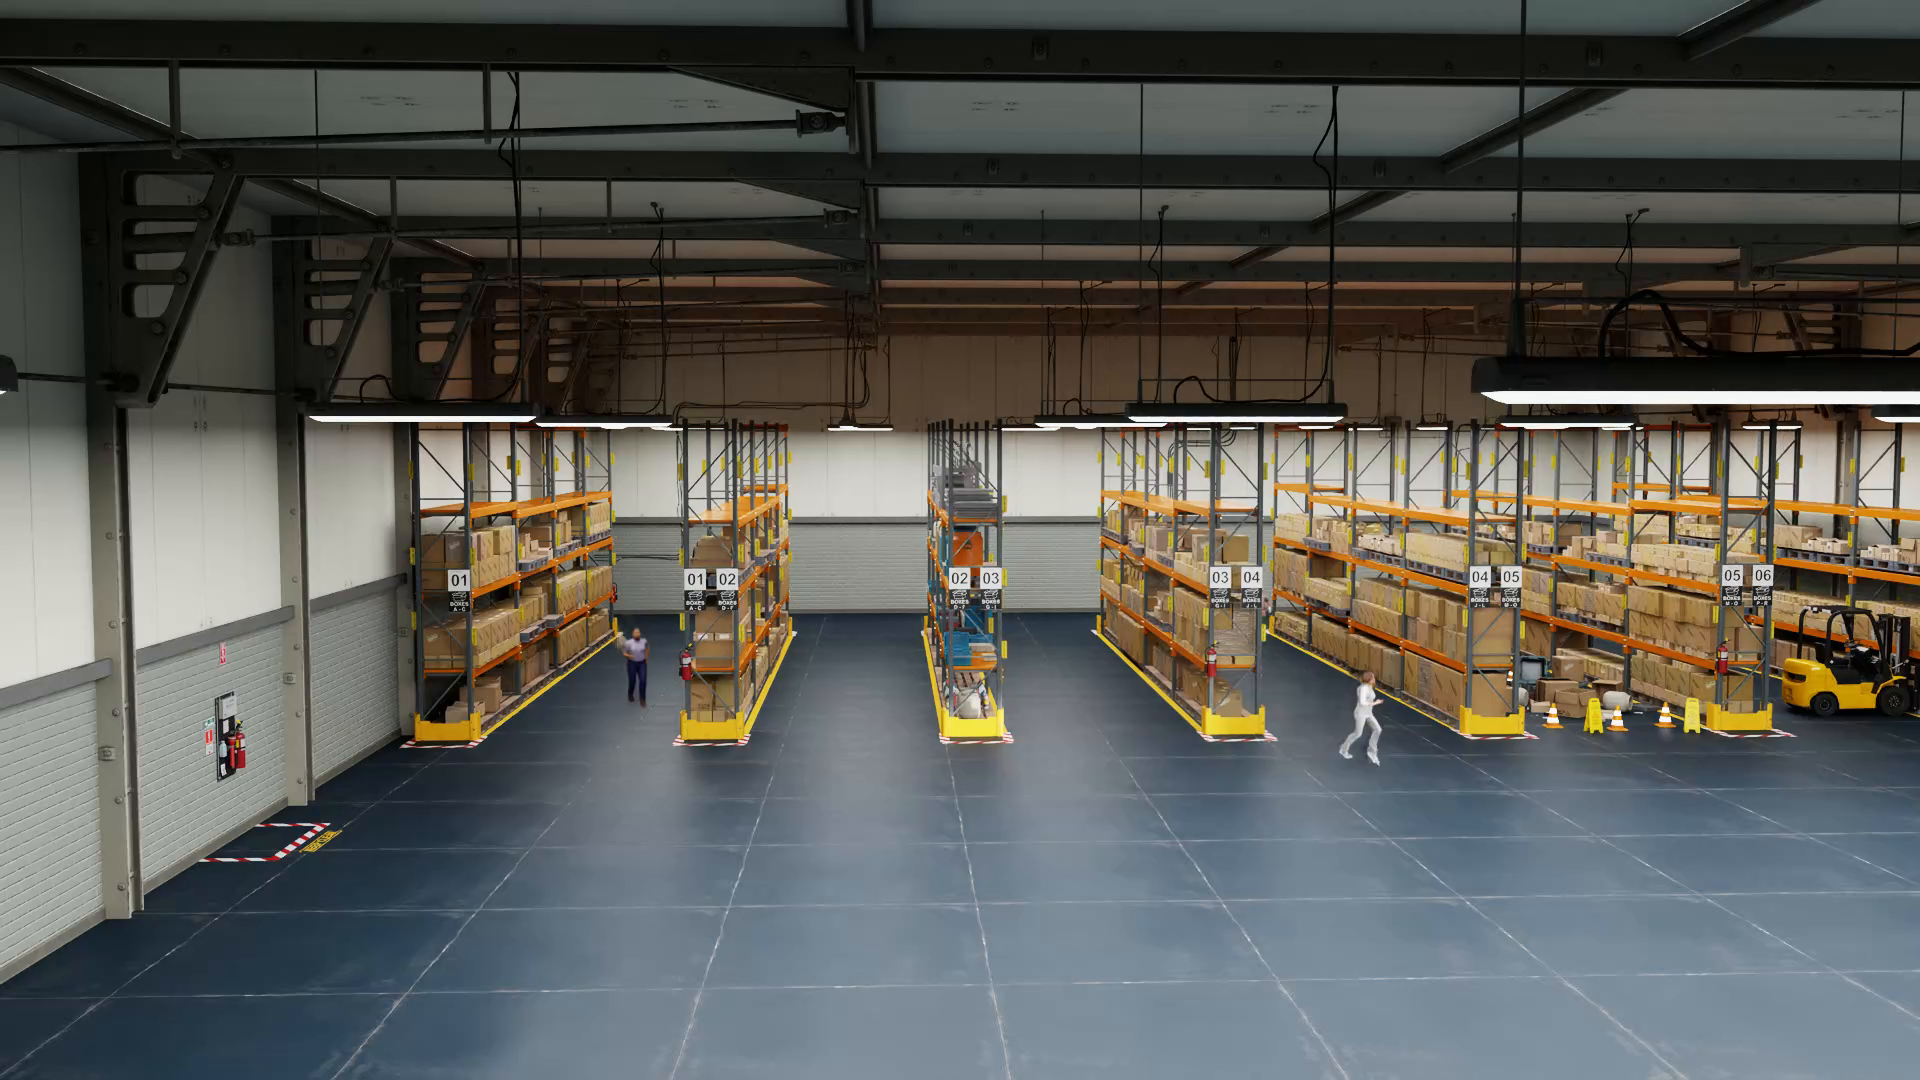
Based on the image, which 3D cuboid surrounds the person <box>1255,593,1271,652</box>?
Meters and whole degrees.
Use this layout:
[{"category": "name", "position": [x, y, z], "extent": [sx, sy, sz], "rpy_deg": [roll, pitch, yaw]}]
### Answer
[{"category": "person", "position": [7.851, 2.005, 43.720], "extent": [0.675, 1.757, 1.051], "rpy_deg": [0, 4, 4]}]

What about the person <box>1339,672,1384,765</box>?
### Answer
[{"category": "person", "position": [6.983, 3.079, 28.909], "extent": [0.792, 1.616, 0.560], "rpy_deg": [2, 4, 32]}]

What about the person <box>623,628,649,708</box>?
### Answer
[{"category": "person", "position": [-6.811, 2.655, 34.991], "extent": [0.577, 1.654, 0.925], "rpy_deg": [-1, 4, -19]}]
